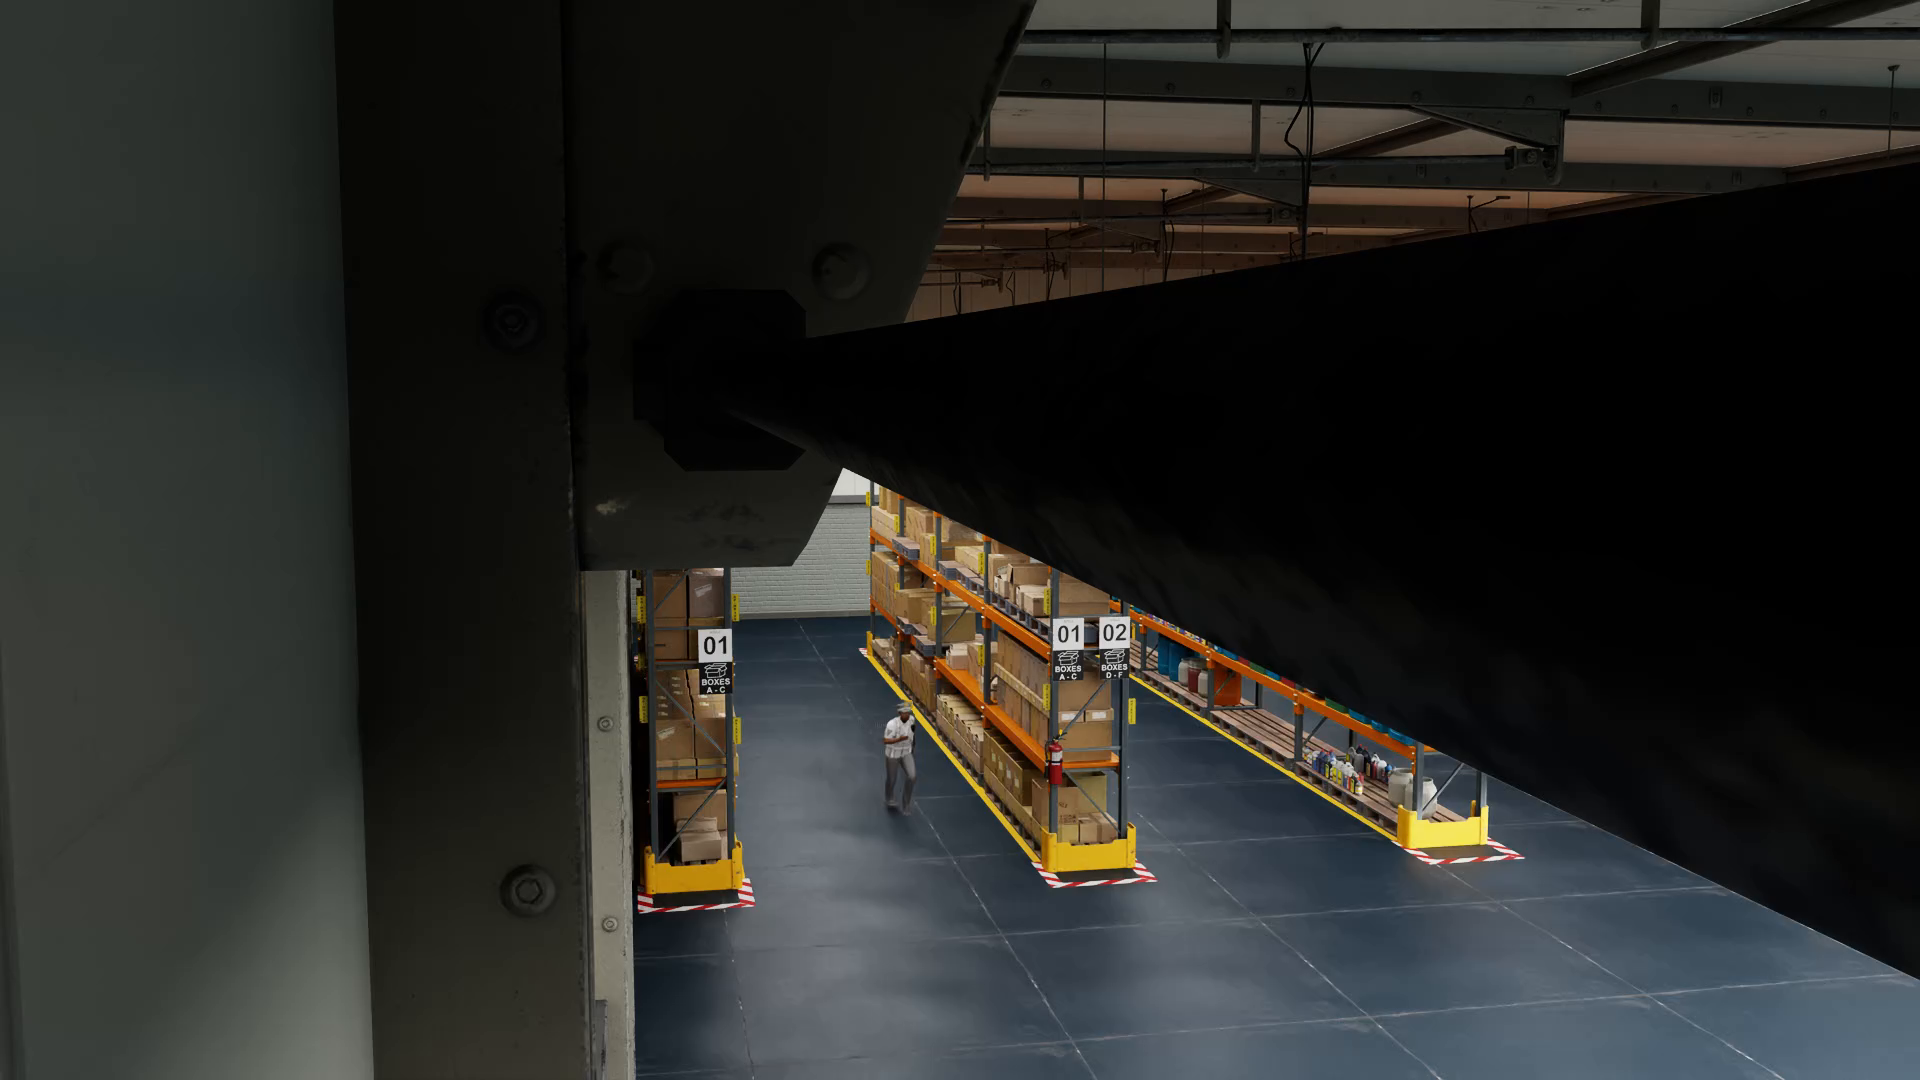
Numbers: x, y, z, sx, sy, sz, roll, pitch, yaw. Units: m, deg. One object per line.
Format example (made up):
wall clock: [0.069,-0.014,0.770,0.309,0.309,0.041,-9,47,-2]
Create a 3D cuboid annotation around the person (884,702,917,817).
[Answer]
person: [-0.859,3.061,23.504,0.560,1.653,0.893,-2,6,-21]
